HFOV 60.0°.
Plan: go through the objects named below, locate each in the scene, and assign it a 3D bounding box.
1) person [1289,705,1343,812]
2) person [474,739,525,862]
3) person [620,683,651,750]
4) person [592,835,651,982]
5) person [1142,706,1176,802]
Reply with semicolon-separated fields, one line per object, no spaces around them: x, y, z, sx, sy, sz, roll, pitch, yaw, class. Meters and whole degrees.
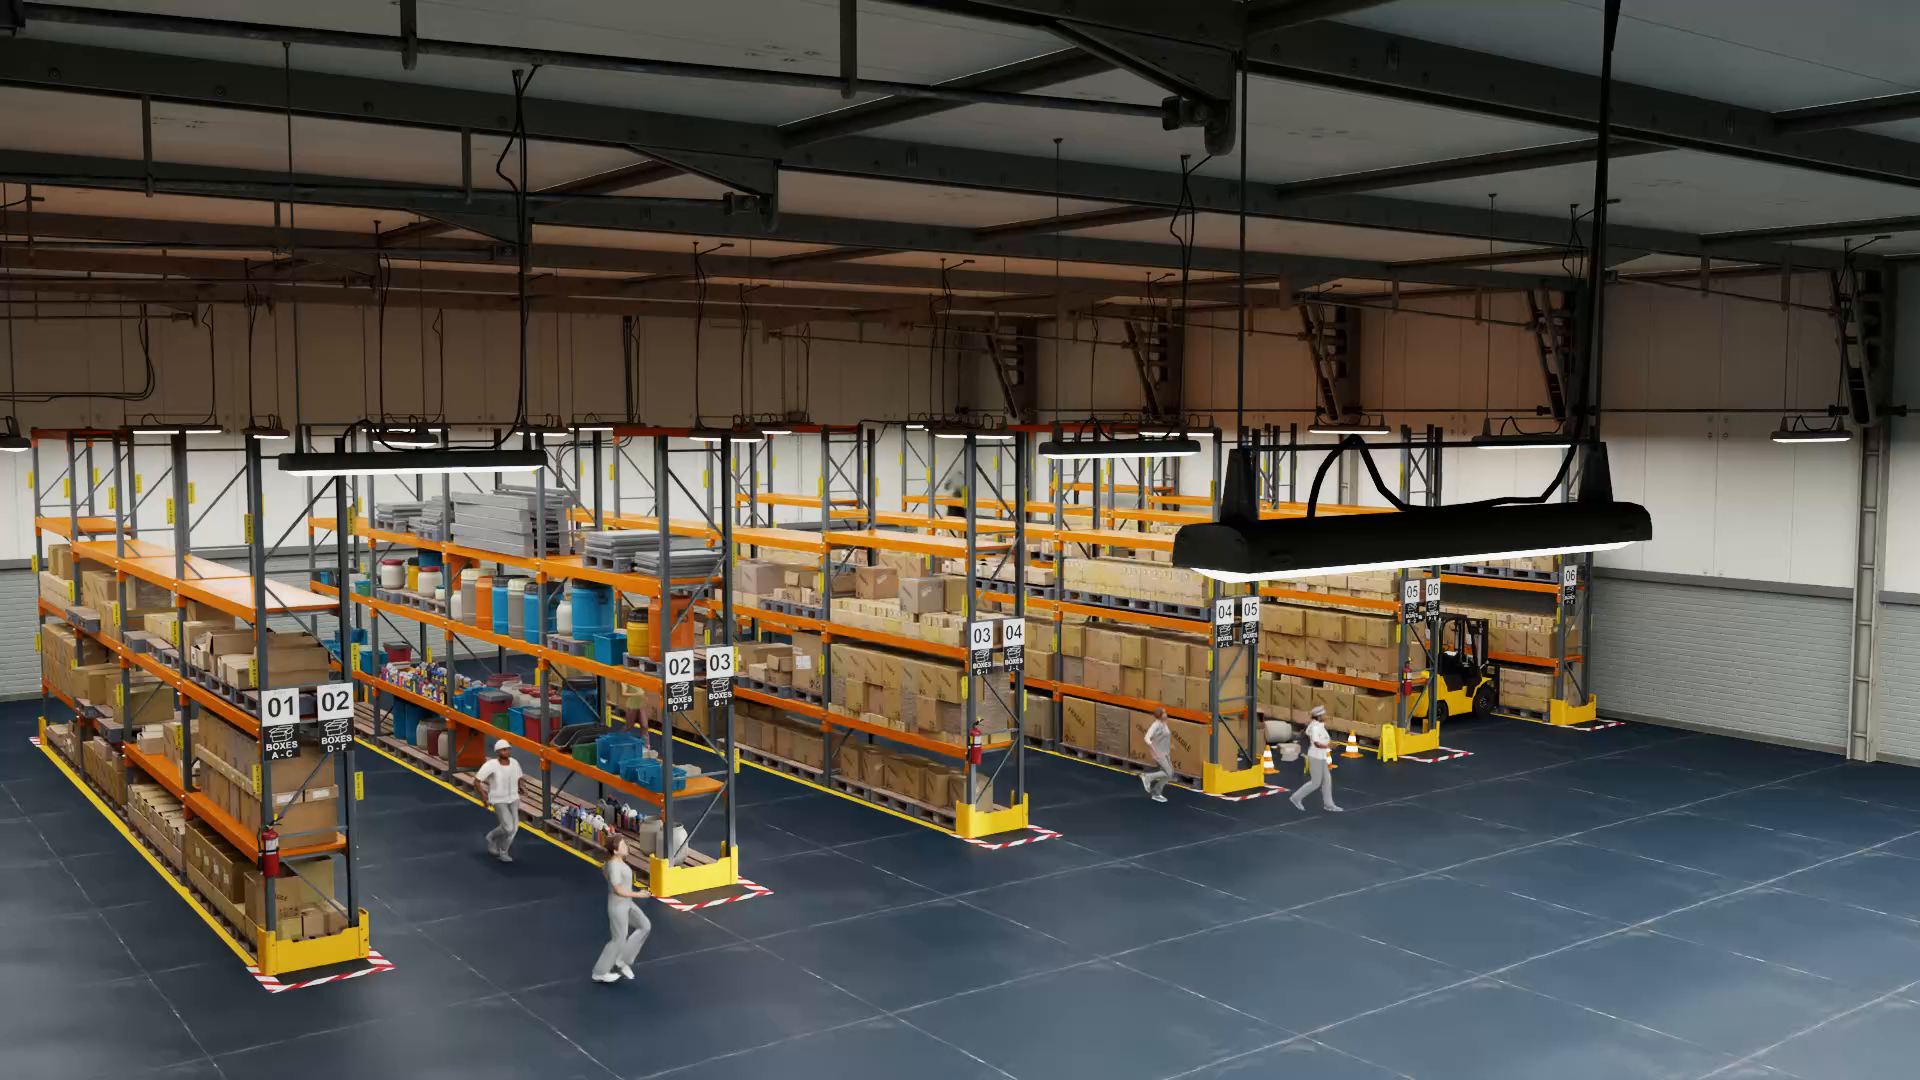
5.602;3.422;26.087;0.829;1.682;0.597;1;5;12;person
-6.351;3.645;23.221;0.575;1.720;0.698;4;6;40;person
-5.964;3.078;30.524;0.575;1.652;0.970;-4;6;-44;person
-3.750;4.066;18.397;0.655;1.641;0.575;0;5;-6;person
3.231;3.456;26.862;0.523;1.539;0.538;3;5;30;person
